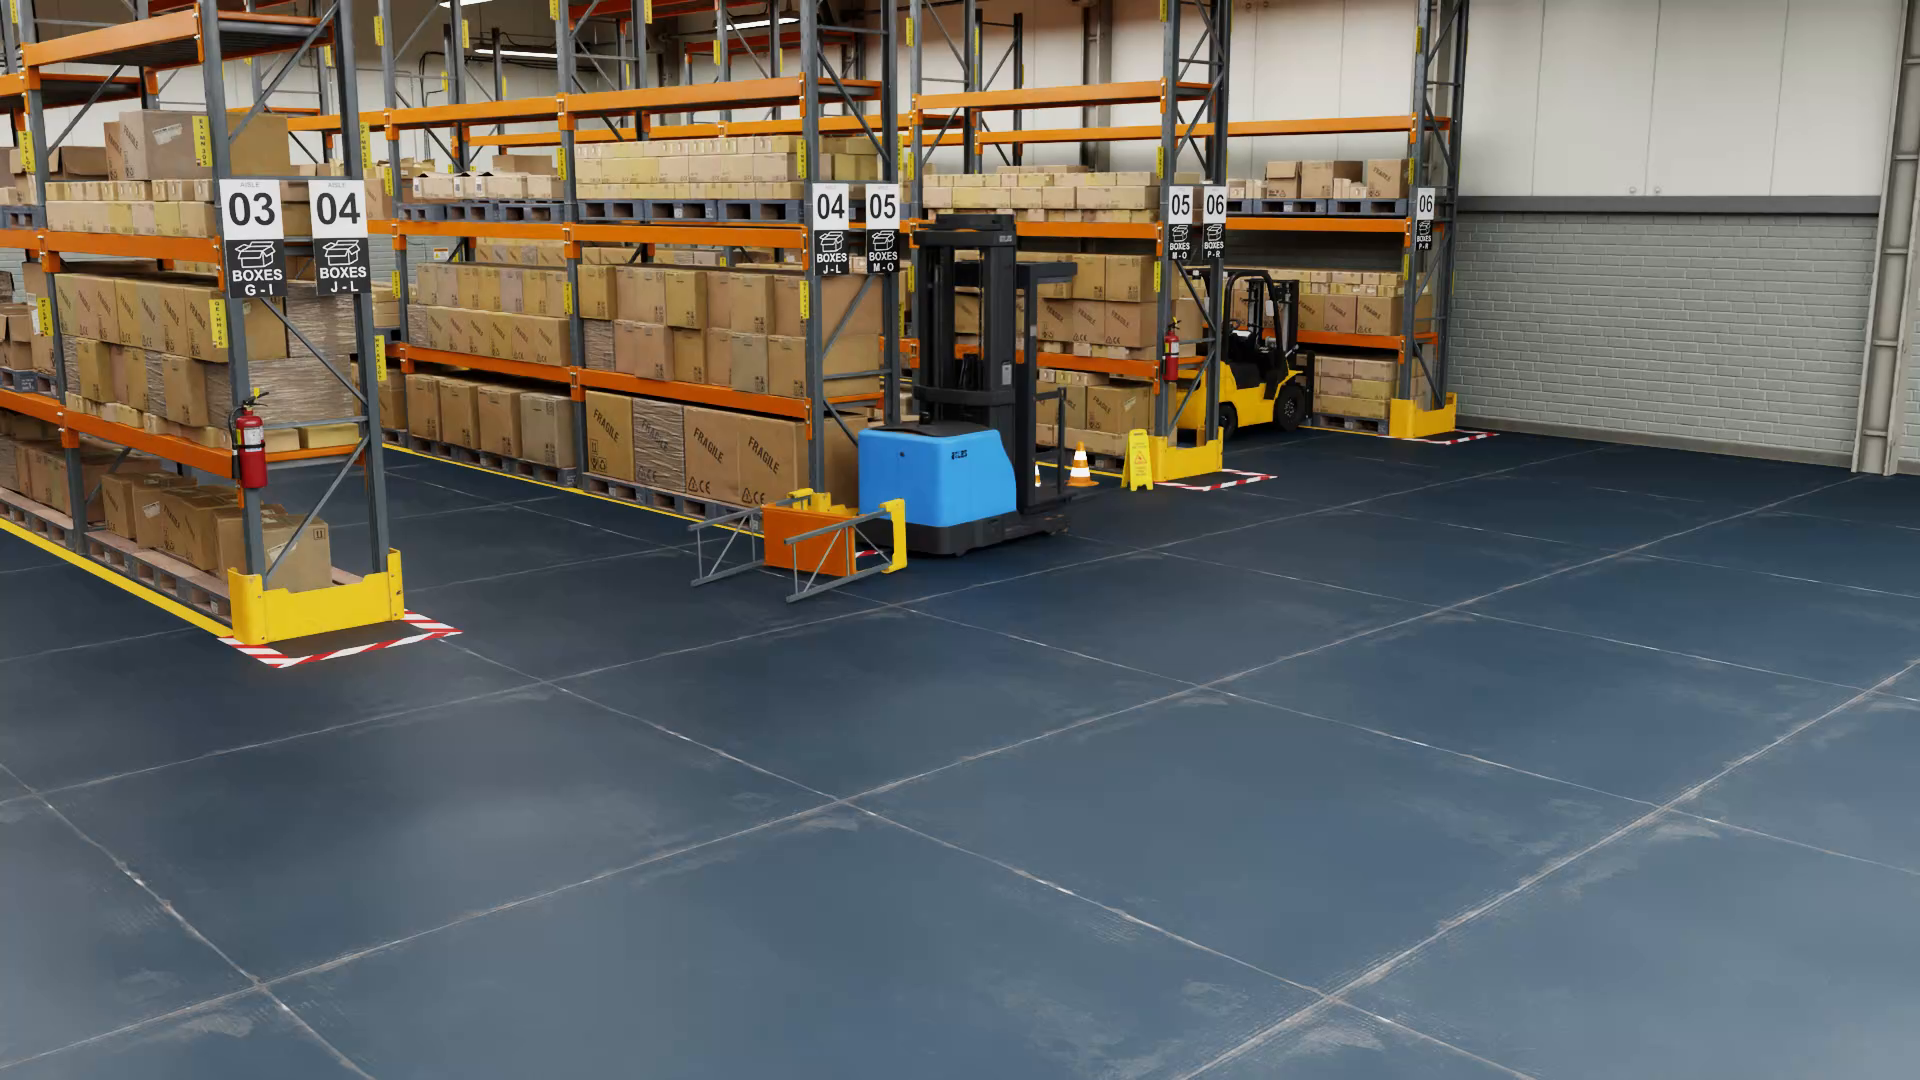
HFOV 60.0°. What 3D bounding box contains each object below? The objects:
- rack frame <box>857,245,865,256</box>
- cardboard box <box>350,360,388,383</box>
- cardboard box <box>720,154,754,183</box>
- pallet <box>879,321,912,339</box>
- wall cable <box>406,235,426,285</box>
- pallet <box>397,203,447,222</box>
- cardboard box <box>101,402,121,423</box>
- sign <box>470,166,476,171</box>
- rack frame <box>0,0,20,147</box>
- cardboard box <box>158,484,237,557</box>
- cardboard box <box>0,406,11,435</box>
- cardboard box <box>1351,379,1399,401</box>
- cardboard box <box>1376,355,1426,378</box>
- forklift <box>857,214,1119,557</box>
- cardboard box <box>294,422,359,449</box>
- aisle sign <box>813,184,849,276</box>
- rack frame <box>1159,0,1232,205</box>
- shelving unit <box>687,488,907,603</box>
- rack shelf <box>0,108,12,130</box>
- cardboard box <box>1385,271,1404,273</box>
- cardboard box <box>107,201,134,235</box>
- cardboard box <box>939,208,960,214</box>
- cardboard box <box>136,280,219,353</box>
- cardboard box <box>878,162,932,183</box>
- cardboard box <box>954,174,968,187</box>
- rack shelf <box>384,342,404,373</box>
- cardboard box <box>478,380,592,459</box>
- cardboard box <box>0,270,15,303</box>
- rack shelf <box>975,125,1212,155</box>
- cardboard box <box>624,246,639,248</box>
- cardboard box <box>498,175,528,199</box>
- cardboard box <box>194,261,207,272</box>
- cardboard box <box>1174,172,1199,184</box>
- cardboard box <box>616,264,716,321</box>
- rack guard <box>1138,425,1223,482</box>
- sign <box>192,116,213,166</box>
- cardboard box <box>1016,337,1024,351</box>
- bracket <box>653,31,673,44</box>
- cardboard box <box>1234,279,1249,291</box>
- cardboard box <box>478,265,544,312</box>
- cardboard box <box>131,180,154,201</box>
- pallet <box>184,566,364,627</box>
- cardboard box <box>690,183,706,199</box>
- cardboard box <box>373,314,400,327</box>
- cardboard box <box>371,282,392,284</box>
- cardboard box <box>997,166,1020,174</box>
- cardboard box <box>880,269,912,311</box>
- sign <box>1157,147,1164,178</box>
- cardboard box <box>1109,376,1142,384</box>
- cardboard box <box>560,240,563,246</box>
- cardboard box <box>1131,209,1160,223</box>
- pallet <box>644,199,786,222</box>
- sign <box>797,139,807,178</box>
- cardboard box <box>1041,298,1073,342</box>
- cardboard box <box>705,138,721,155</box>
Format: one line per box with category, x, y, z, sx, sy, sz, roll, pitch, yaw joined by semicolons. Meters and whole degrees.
rack frame;-2.149;-4.645;30.362;1.000;3.000;0.127;-11;16;-43
cardboard box;-7.842;-2.225;21.911;0.500;0.250;0.500;-10;16;-41
cardboard box;-1.844;-3.399;15.225;0.500;0.250;0.500;-11;16;-42
pallet;-0.634;-2.823;21.994;1.003;0.211;1.213;-11;16;-43
wall cable;-11.392;-6.053;34.679;0.588;1.984;0.122;-11;16;-43
pallet;-6.001;-3.955;20.045;1.213;0.211;1.003;-10;15;-40
cardboard box;-6.770;-1.060;13.582;0.380;0.149;0.250;-11;16;-43
sign;-6.077;-4.502;20.756;0.100;0.325;0.005;-11;16;-43
rack frame;-10.141;-4.926;16.861;1.000;3.000;0.127;-11;16;-43
cardboard box;-6.245;-0.160;13.745;0.500;0.500;0.500;10;15;40
cardboard box;-9.657;-1.253;17.144;0.500;0.250;0.500;-10;15;-40
cardboard box;5.576;-2.025;22.180;0.500;0.250;0.500;-11;16;-43
cardboard box;5.943;-2.339;22.464;0.500;0.250;0.500;-11;16;-43
forklift;0.390;-1.535;15.437;1.130;2.935;3.031;9;15;38
cardboard box;-4.641;-0.772;12.187;0.380;0.149;0.250;-11;16;-43
aisle sign;-1.127;-2.718;14.567;0.394;0.787;0.004;-11;16;-43
rack frame;2.551;-5.140;17.896;1.000;3.000;0.127;-11;16;-43
shelving unit;-1.328;0.037;13.678;1.083;0.587;1.500;7;16;34
rack shelf;-11.522;-4.670;18.390;1.077;0.370;4.000;-11;16;-43
cardboard box;5.923;-3.532;22.369;0.380;0.149;0.250;-10;15;-41
cardboard box;-6.179;-2.472;12.754;0.500;0.250;0.500;-11;16;-44
cardboard box;-0.035;-4.005;20.446;0.380;0.149;0.250;-11;16;-42
cardboard box;-5.868;-1.696;12.587;0.500;0.500;0.500;-11;16;-43
cardboard box;-0.704;-4.698;21.279;0.500;0.250;0.500;-10;16;-41
cardboard box;0.147;-4.357;20.176;0.250;0.149;0.380;11;16;43
rack shelf;-7.865;-2.604;22.238;1.077;0.370;4.000;-11;16;-43
cardboard box;-4.879;-1.404;19.165;1.050;0.750;0.750;-11;16;-43
cardboard box;-10.634;-2.637;17.883;0.797;0.503;0.637;-10;15;-41
rack shelf;1.995;-6.159;25.620;1.077;0.370;4.000;-11;16;-43
cardboard box;-5.246;-4.461;26.745;0.500;0.500;0.500;-10;15;-41
cardboard box;-4.734;-3.881;18.302;0.500;0.250;0.500;-11;16;-43
cardboard box;-11.195;-4.262;25.041;0.500;0.500;0.500;-11;16;-44
cardboard box;2.453;-4.018;18.534;0.380;0.149;0.250;-11;16;-43
cardboard box;-3.028;-2.560;17.196;0.875;0.550;0.550;-11;16;-43
rack guard;2.498;-0.988;18.808;1.175;0.500;0.348;-11;16;-43
sign;-5.032;-2.649;11.046;0.100;0.325;0.005;-11;16;-43
cardboard box;0.845;-2.351;19.848;0.380;0.149;0.250;-11;16;-43
bracket;-6.091;-10.339;34.213;0.235;0.232;0.430;-11;16;-43
cardboard box;4.083;-3.604;23.456;0.380;0.149;0.250;-11;16;-43
cardboard box;-5.122;-2.913;19.232;0.700;0.500;0.500;-11;16;-43
cardboard box;-5.927;-2.599;12.383;0.250;0.149;0.380;11;16;42
pallet;-5.204;0.411;12.734;1.003;0.211;1.213;-11;16;-43
cardboard box;-2.311;-3.284;15.659;0.380;0.149;0.250;-11;16;-42
cardboard box;-7.157;-2.755;20.771;0.380;0.149;0.250;-11;16;-42
cardboard box;-7.741;-3.361;22.240;0.380;0.149;0.250;-11;16;-43
cardboard box;0.938;-5.694;26.486;0.500;0.500;0.500;-11;16;-42
cardboard box;-0.696;-3.221;21.425;0.500;0.500;0.500;-11;16;-44
sign;2.136;-4.030;17.749;0.100;0.325;0.005;-11;16;-43
cardboard box;1.813;-1.663;19.804;0.500;0.500;0.500;11;16;43
cardboard box;-6.283;-4.863;27.089;0.380;0.149;0.250;-10;16;-41
cardboard box;2.102;-3.561;18.288;0.380;0.149;0.250;-11;16;-42
pallet;-2.326;-3.208;16.171;1.003;0.211;1.213;-11;16;-43
sign;-1.361;-3.287;14.341;0.100;0.325;0.005;-11;16;-43
cardboard box;1.291;-2.584;19.374;0.500;0.500;0.500;-11;16;-43
cardboard box;-2.137;-3.638;15.400;0.380;0.149;0.250;-11;16;-42
